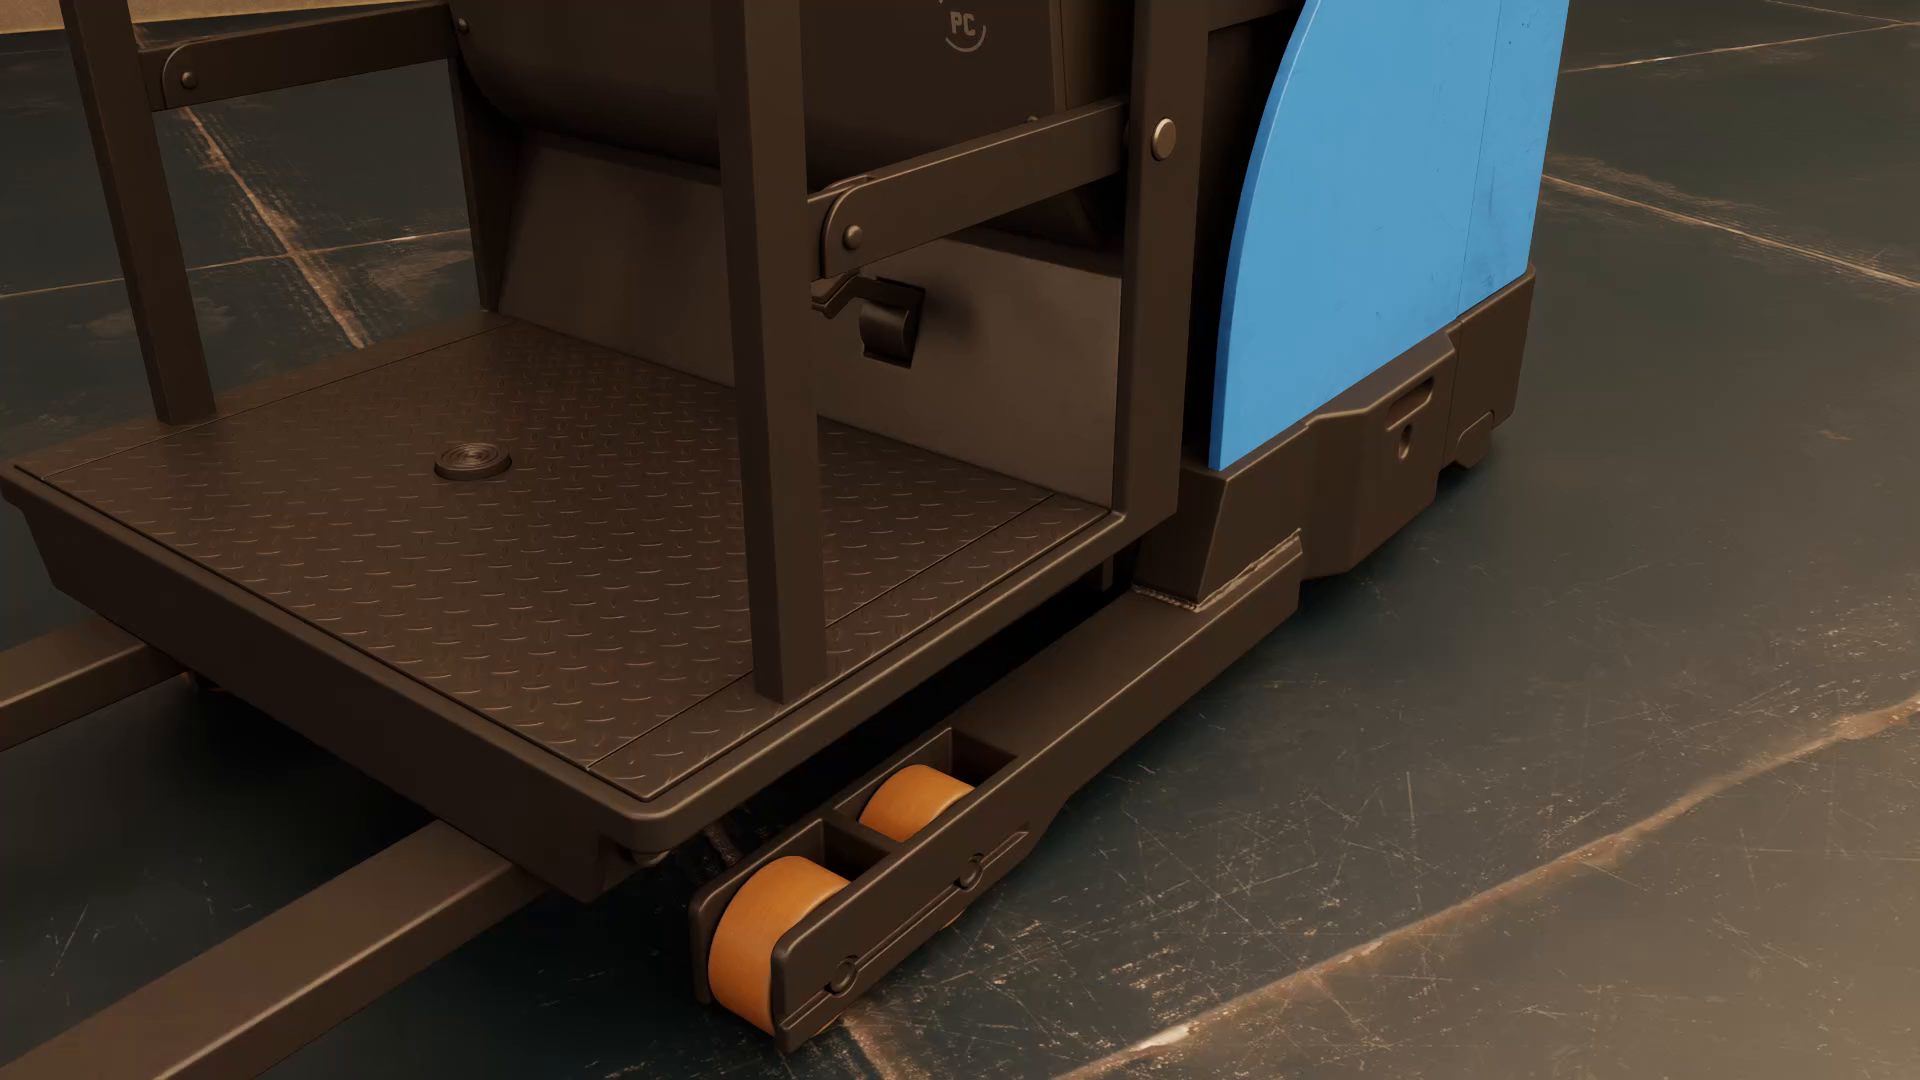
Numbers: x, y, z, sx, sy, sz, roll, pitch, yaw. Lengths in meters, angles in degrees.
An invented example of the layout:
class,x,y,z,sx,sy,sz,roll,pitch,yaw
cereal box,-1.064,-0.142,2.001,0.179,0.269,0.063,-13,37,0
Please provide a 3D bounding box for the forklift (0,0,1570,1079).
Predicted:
class,x,y,z,sx,sy,sz,roll,pitch,yaw
forklift,-0.375,-1.090,1.409,1.130,2.935,3.031,19,33,33
